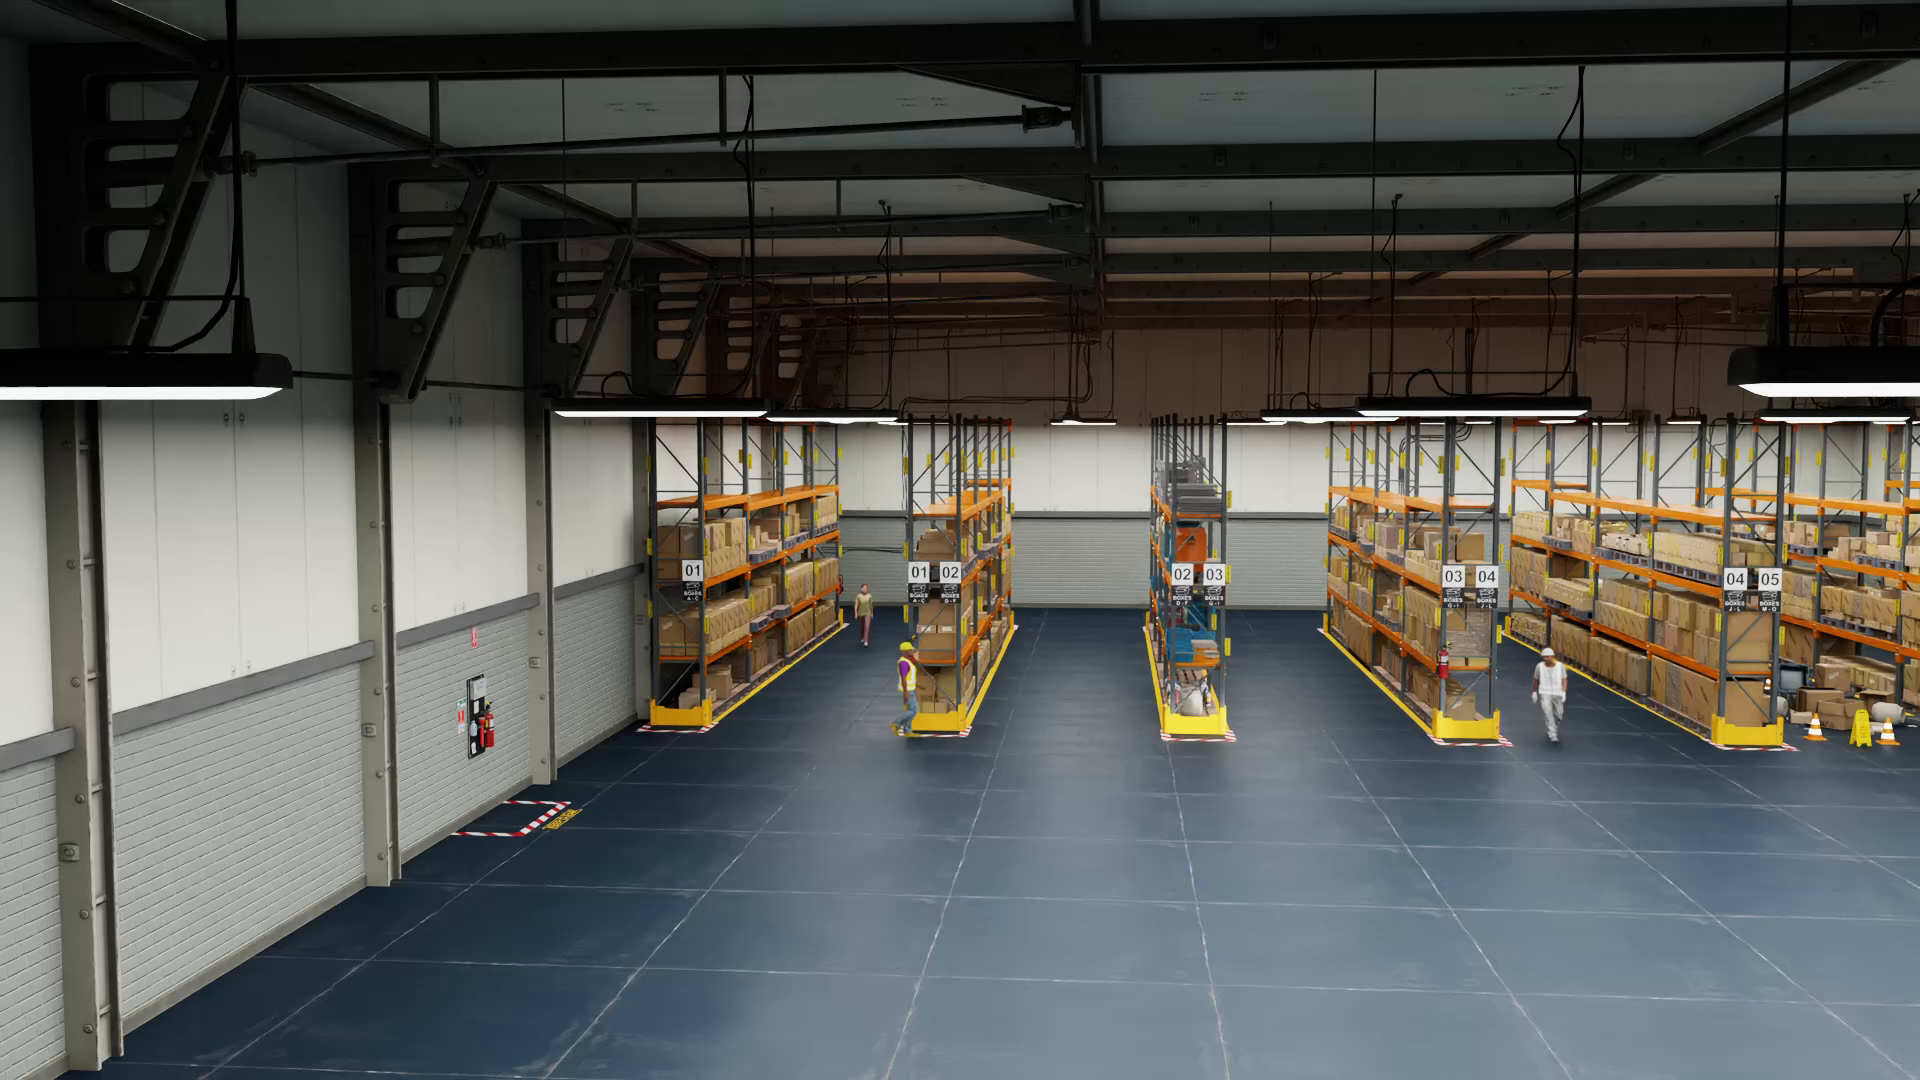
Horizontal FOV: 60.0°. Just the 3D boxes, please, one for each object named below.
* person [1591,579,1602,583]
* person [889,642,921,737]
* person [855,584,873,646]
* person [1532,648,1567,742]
[{"bbox_3d":[17.896,1.698,46.847,1.144,1.732,0.550,1,4,8],"label":"person"},{"bbox_3d":[-1.012,2.764,30.609,0.566,1.759,0.586,0,4,0],"label":"person"},{"bbox_3d":[-2.536,1.961,43.765,0.466,1.611,1.082,0,4,2],"label":"person"},{"bbox_3d":[10.873,2.824,30.616,0.571,1.679,1.033,1,4,11],"label":"person"}]
